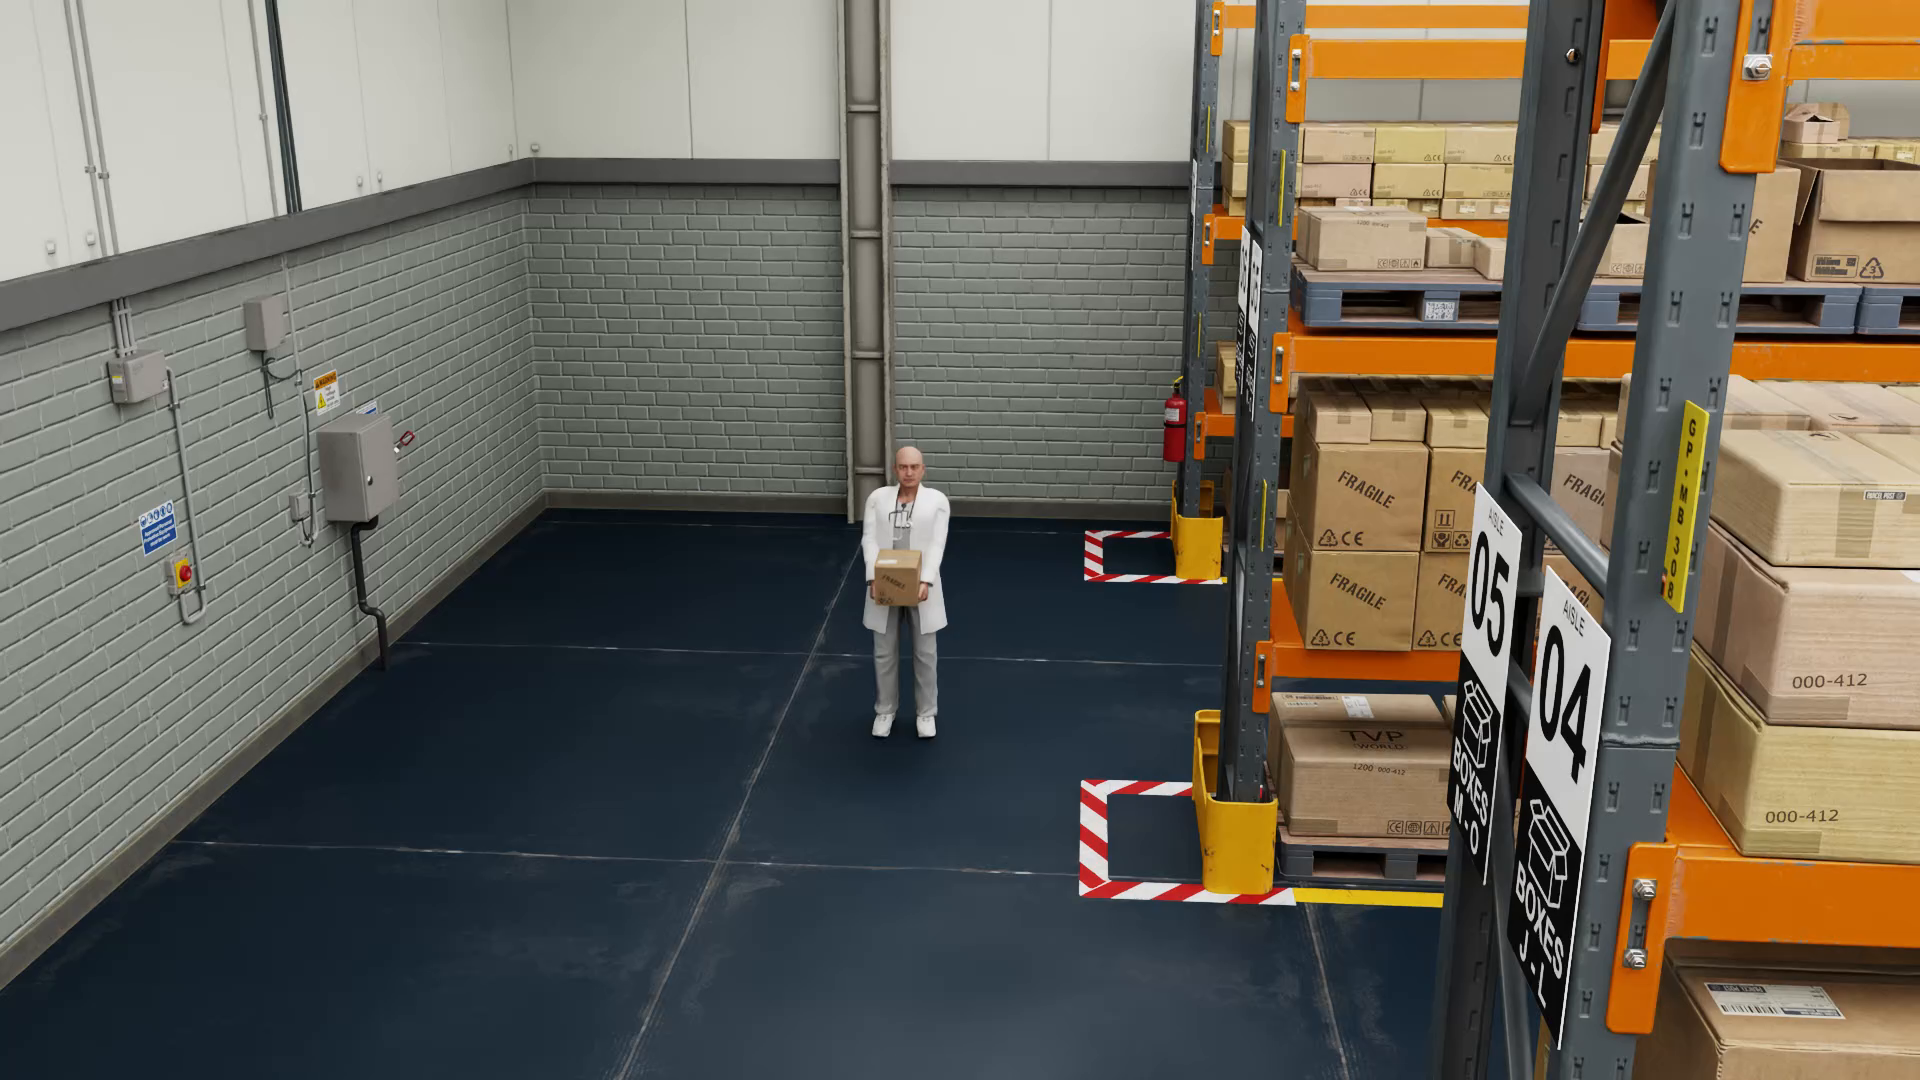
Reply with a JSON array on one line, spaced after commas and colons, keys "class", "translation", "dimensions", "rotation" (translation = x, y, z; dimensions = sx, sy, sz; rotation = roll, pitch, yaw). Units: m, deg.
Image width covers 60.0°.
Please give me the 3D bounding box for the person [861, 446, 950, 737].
[{"class": "person", "translation": [-0.335, 0.343, 9.979], "dimensions": [0.530, 1.770, 0.563], "rotation": [2, 17, 5]}]
